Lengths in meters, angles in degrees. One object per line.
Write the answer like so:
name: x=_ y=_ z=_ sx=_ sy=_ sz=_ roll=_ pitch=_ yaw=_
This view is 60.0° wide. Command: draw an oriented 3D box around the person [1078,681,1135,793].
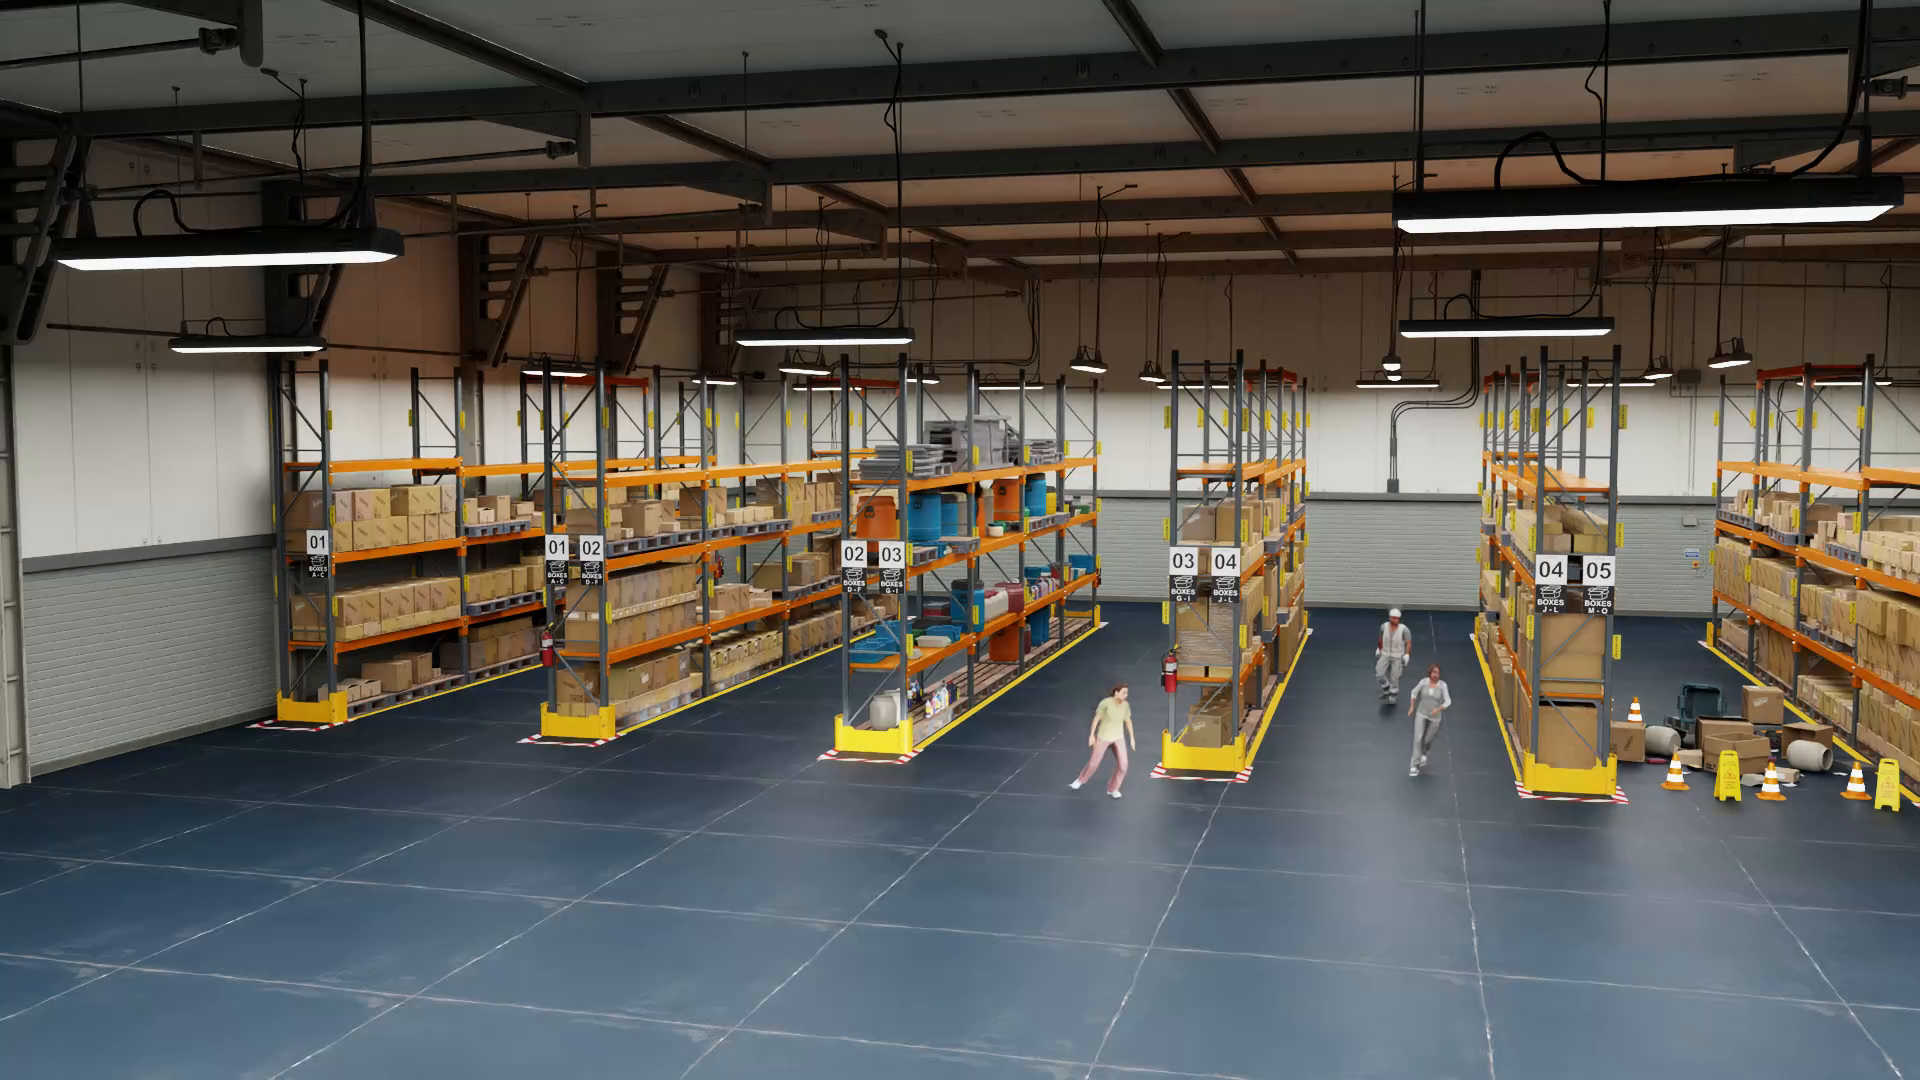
person: x=1.972 y=2.601 z=22.158 sx=0.677 sy=1.526 sz=0.675 roll=-1 pitch=4 yaw=-14

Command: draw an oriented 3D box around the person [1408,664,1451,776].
person: x=6.616 y=2.553 z=23.444 sx=0.583 sy=1.442 sz=0.928 roll=1 pitch=4 yaw=17

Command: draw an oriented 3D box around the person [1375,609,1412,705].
person: x=7.541 y=2.042 z=29.008 sx=0.689 sy=1.731 sz=0.632 roll=2 pitch=5 yaw=26
